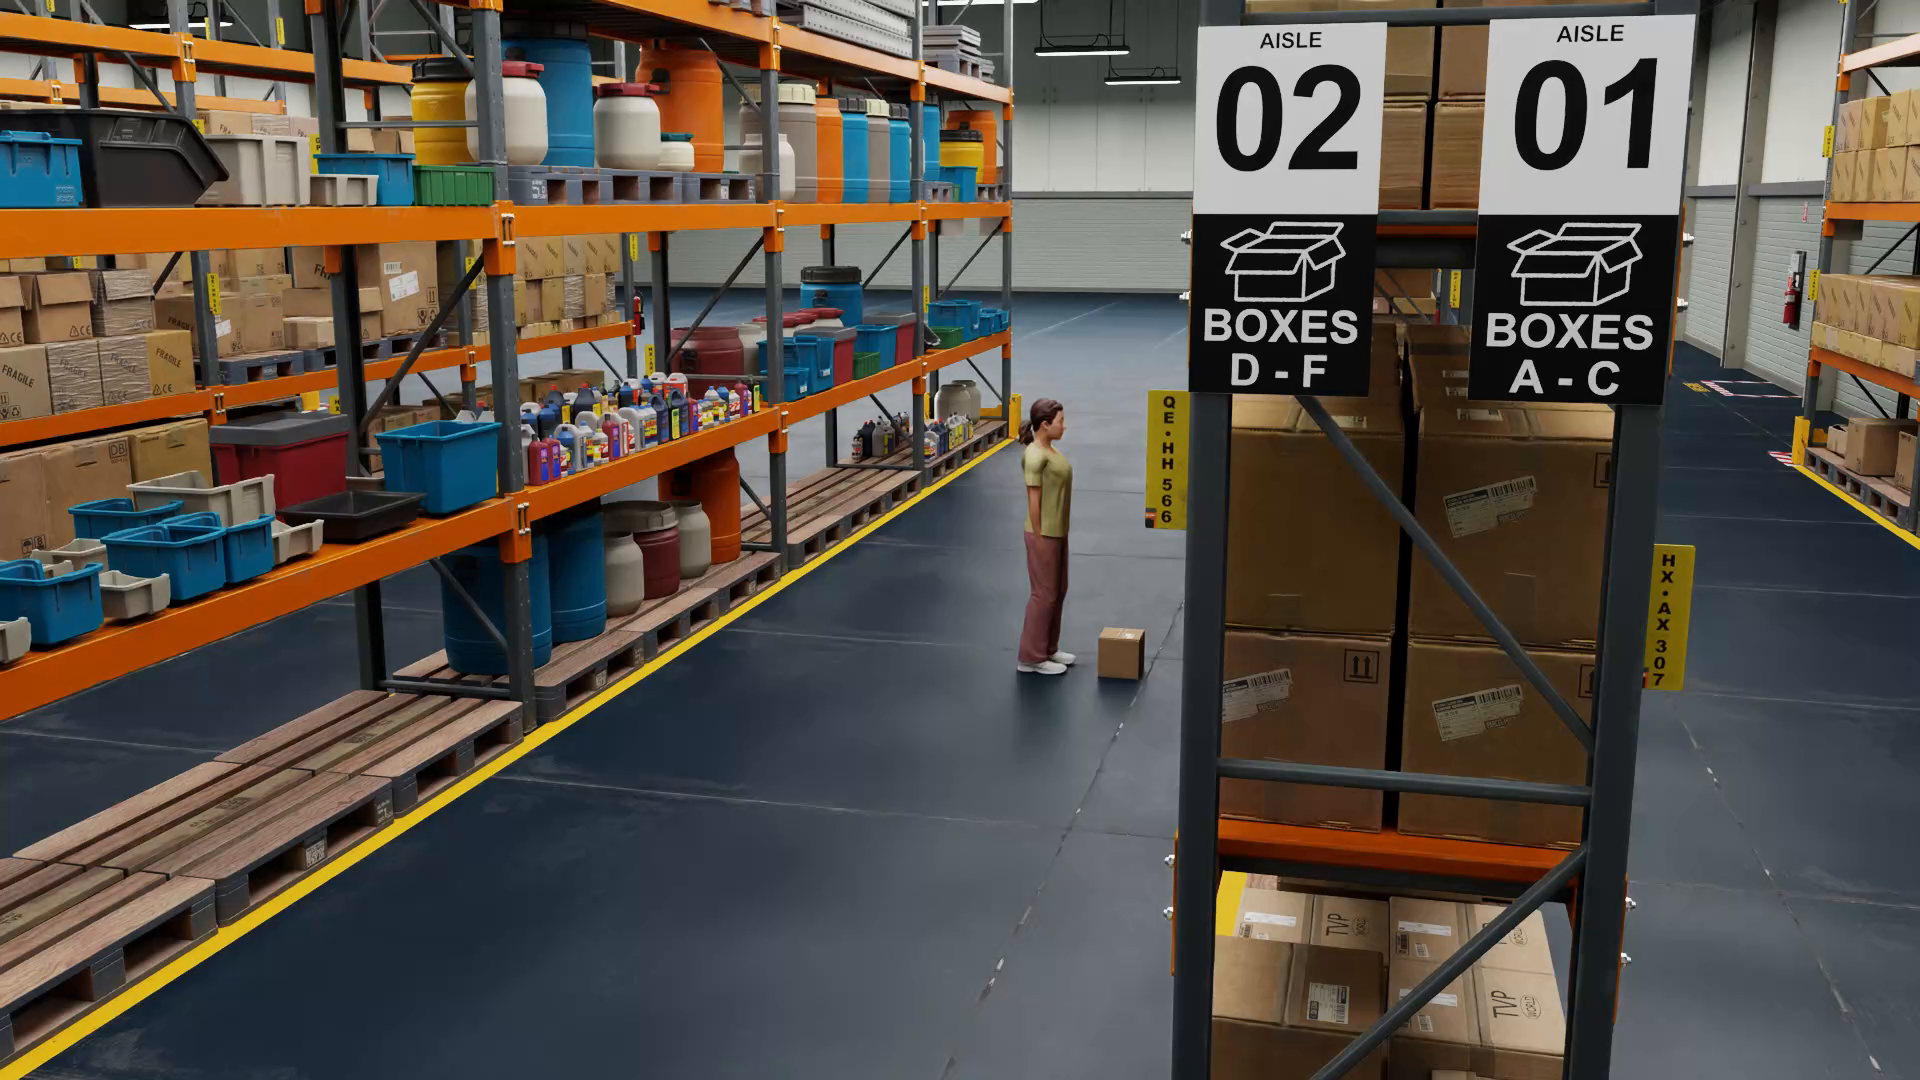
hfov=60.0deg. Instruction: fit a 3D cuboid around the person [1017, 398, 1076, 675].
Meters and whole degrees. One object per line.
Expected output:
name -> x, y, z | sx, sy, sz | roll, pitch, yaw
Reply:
person -> 0.519, -0.032, 10.123 | 0.364, 1.671, 0.442 | 3, 12, 15
